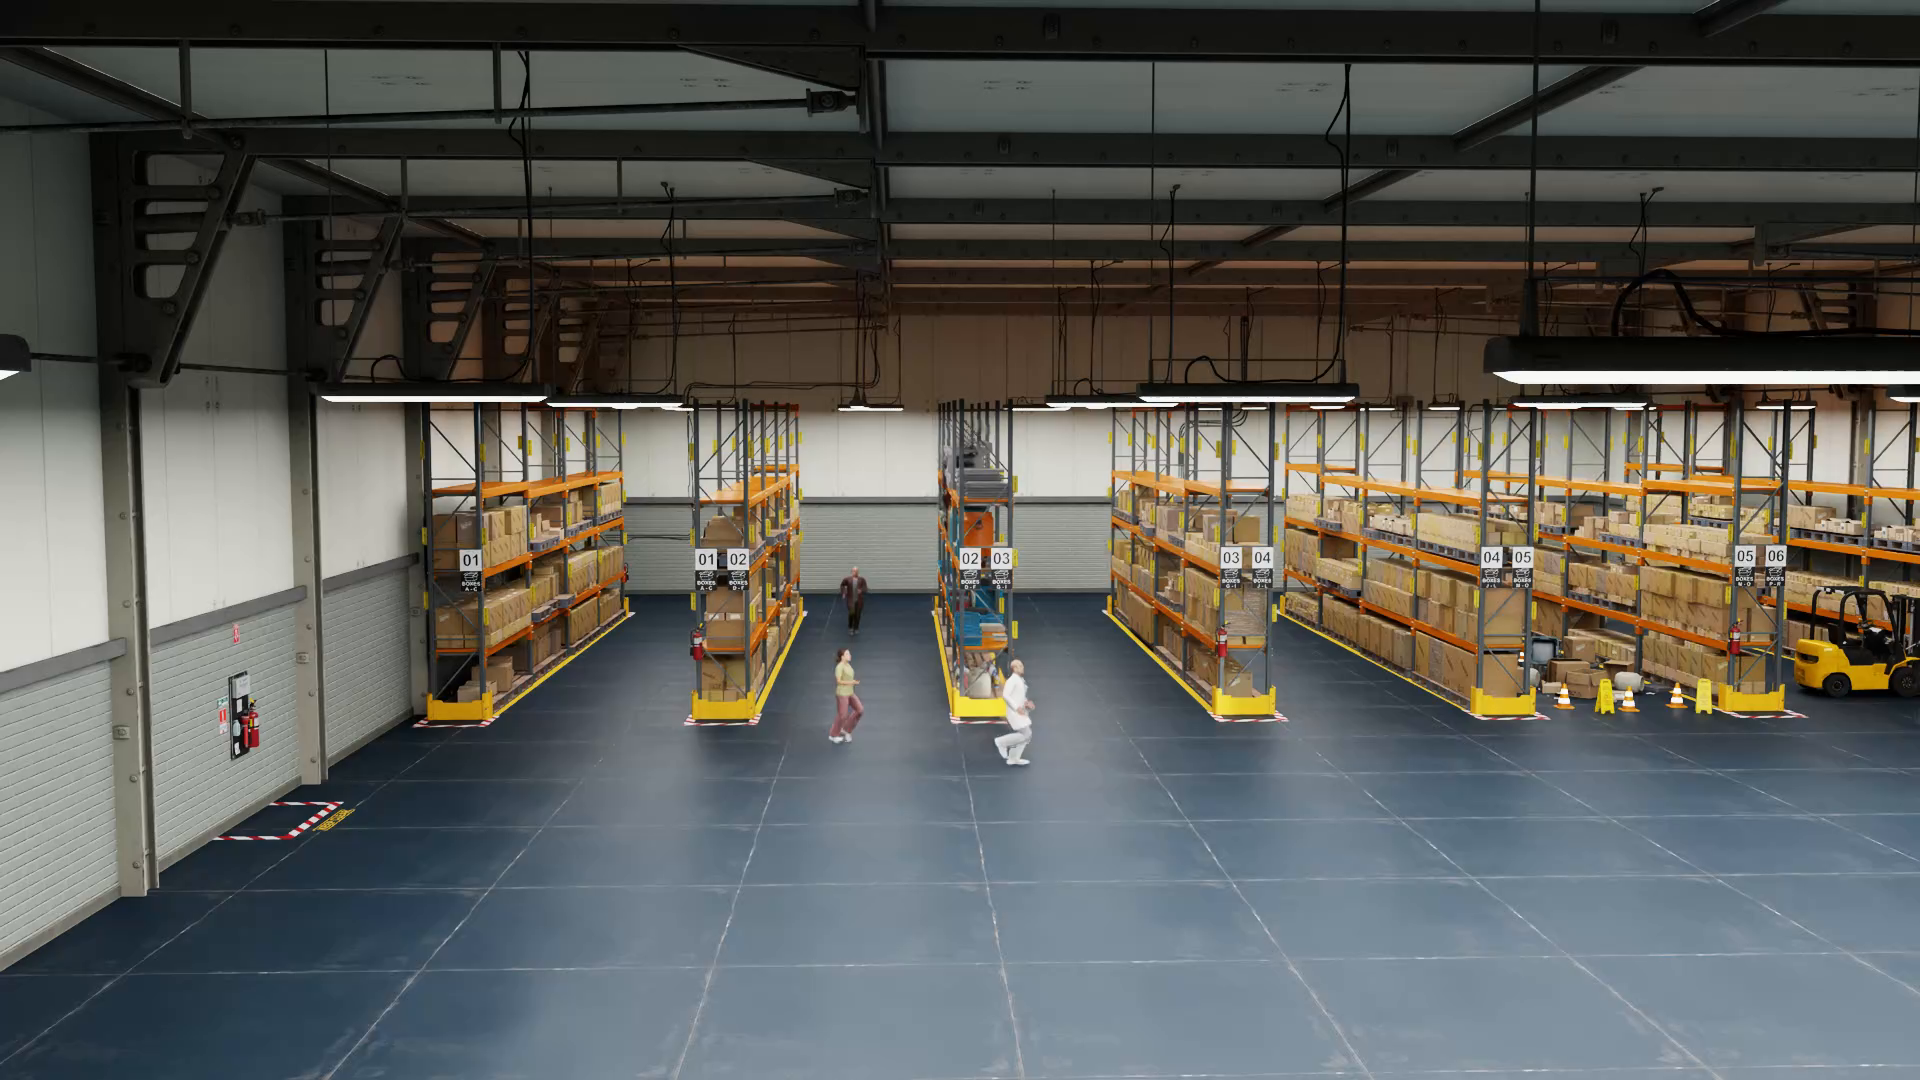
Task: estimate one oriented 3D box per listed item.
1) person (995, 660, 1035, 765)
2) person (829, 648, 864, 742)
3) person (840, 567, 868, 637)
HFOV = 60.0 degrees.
[{"bbox_3d":[0.918,2.810,27.106,0.599,1.724,0.675,1,4,11],"label":"person"},{"bbox_3d":[-1.989,2.694,28.835,0.640,1.668,0.612,2,5,23],"label":"person"},{"bbox_3d":[-2.712,1.590,42.835,0.675,1.790,0.762,-1,4,-12],"label":"person"}]
